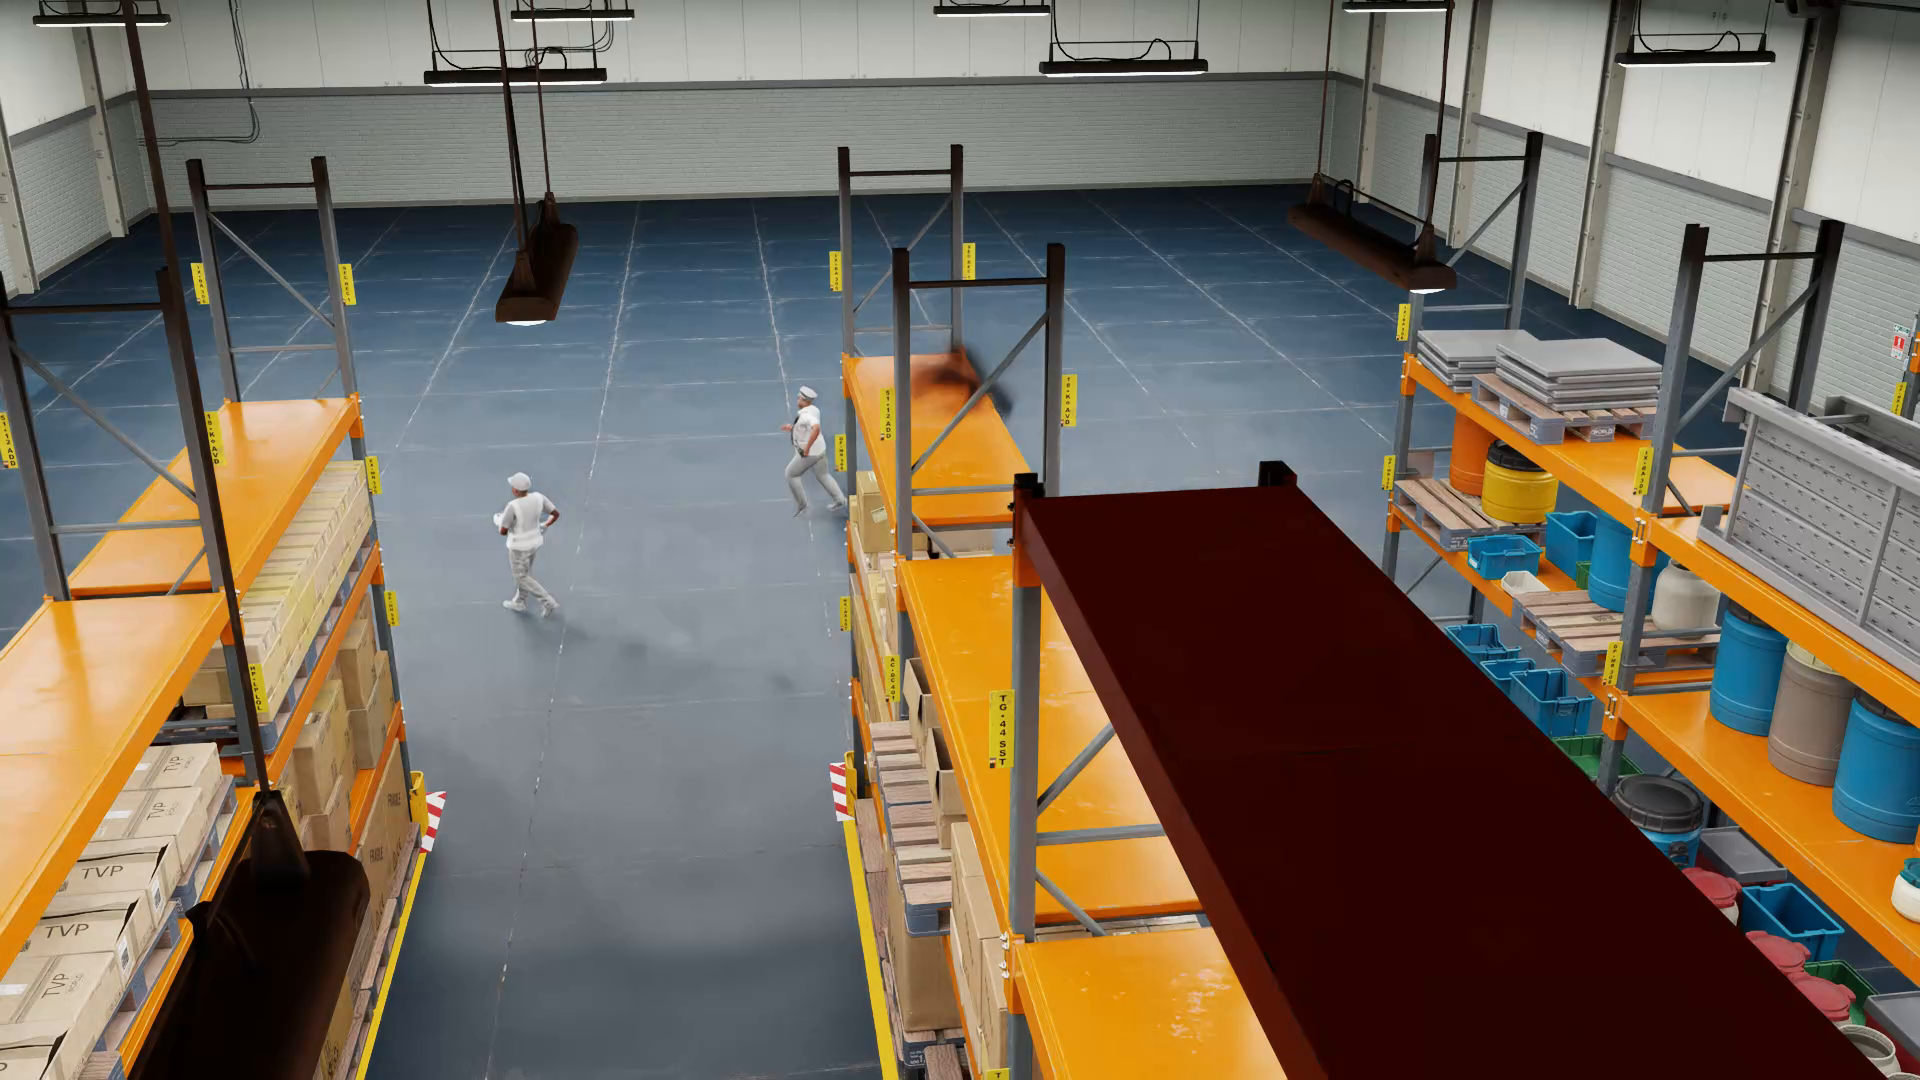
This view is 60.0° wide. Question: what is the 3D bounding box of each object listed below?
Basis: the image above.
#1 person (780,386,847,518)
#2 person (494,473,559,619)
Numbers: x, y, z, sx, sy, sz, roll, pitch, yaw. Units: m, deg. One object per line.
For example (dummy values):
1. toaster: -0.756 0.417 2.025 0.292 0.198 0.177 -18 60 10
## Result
1. person: -1.981 -1.139 22.144 0.911 1.832 0.673 7 23 16
2. person: -4.973 0.063 19.036 0.986 1.762 0.693 12 25 28
